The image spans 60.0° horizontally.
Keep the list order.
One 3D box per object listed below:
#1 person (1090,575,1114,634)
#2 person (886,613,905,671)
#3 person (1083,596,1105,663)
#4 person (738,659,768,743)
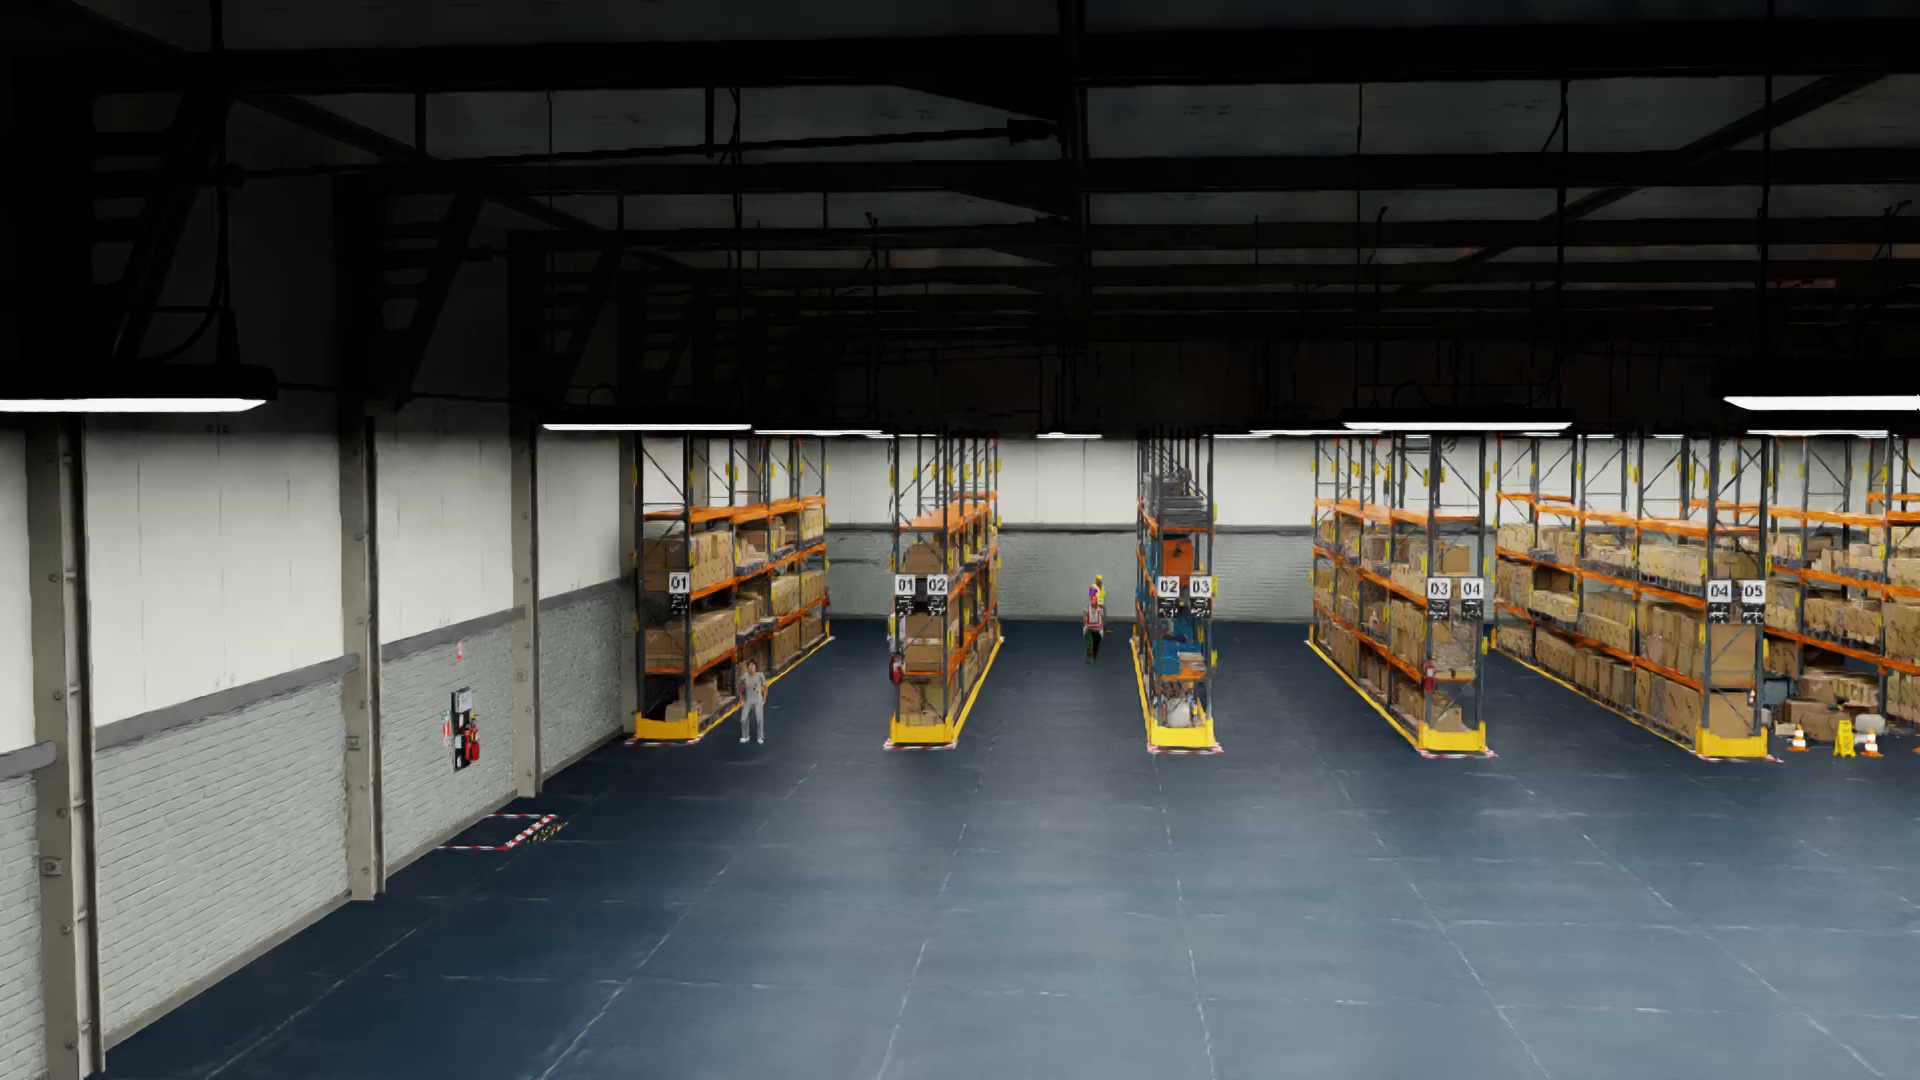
[{"bbox_3d":[4.098,1.890,48.983,0.568,1.754,0.740,3,5,43],"label":"person"},{"bbox_3d":[-1.488,2.404,40.933,0.702,1.735,0.549,0,3,4],"label":"person"},{"bbox_3d":[3.447,2.281,42.815,0.550,1.709,1.121,0,3,3],"label":"person"},{"bbox_3d":[-3.906,3.034,31.377,0.580,1.619,0.507,0,3,4],"label":"person"}]
